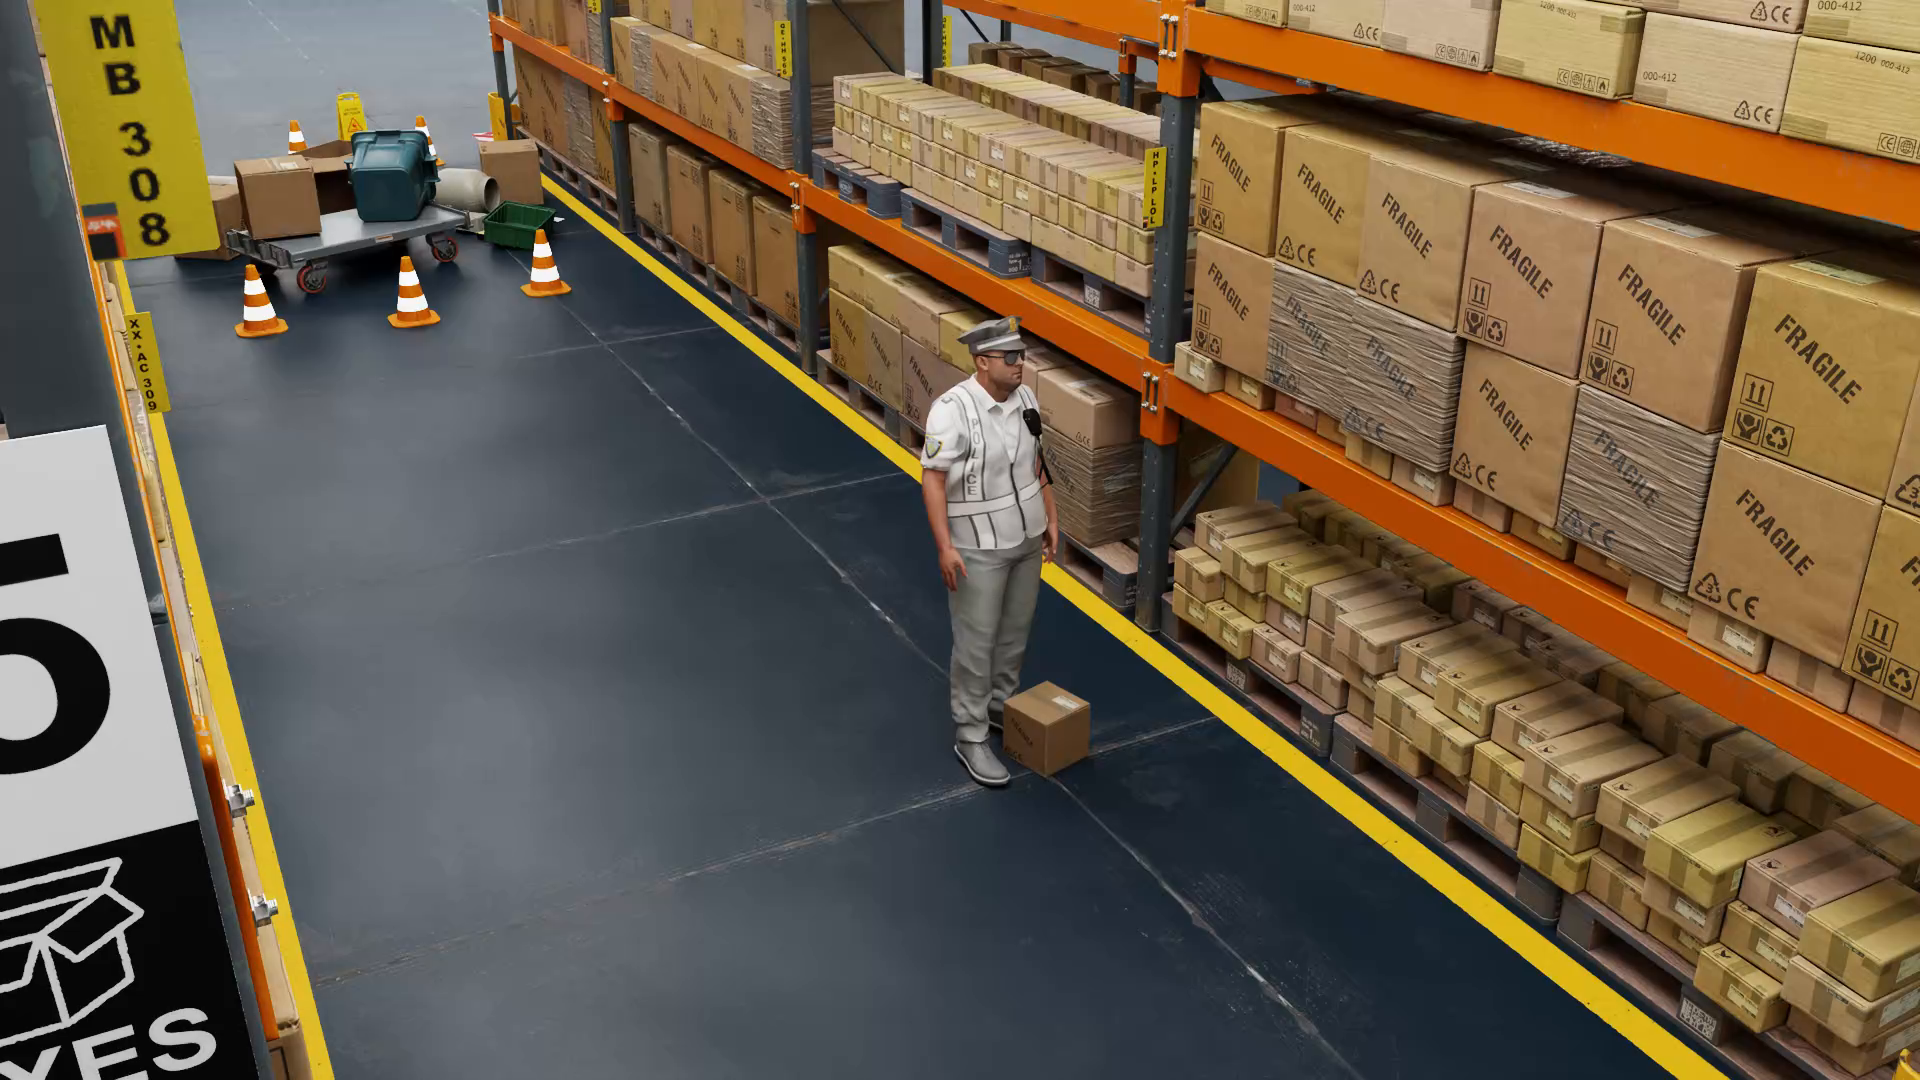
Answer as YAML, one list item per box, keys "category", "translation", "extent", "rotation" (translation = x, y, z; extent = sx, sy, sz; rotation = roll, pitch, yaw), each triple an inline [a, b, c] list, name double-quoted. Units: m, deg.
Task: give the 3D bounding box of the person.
- category: "person"
  translation: [0.184, 0.006, 6.534]
  extent: [0.640, 1.781, 0.575]
  rotation: [-21, 32, -37]
